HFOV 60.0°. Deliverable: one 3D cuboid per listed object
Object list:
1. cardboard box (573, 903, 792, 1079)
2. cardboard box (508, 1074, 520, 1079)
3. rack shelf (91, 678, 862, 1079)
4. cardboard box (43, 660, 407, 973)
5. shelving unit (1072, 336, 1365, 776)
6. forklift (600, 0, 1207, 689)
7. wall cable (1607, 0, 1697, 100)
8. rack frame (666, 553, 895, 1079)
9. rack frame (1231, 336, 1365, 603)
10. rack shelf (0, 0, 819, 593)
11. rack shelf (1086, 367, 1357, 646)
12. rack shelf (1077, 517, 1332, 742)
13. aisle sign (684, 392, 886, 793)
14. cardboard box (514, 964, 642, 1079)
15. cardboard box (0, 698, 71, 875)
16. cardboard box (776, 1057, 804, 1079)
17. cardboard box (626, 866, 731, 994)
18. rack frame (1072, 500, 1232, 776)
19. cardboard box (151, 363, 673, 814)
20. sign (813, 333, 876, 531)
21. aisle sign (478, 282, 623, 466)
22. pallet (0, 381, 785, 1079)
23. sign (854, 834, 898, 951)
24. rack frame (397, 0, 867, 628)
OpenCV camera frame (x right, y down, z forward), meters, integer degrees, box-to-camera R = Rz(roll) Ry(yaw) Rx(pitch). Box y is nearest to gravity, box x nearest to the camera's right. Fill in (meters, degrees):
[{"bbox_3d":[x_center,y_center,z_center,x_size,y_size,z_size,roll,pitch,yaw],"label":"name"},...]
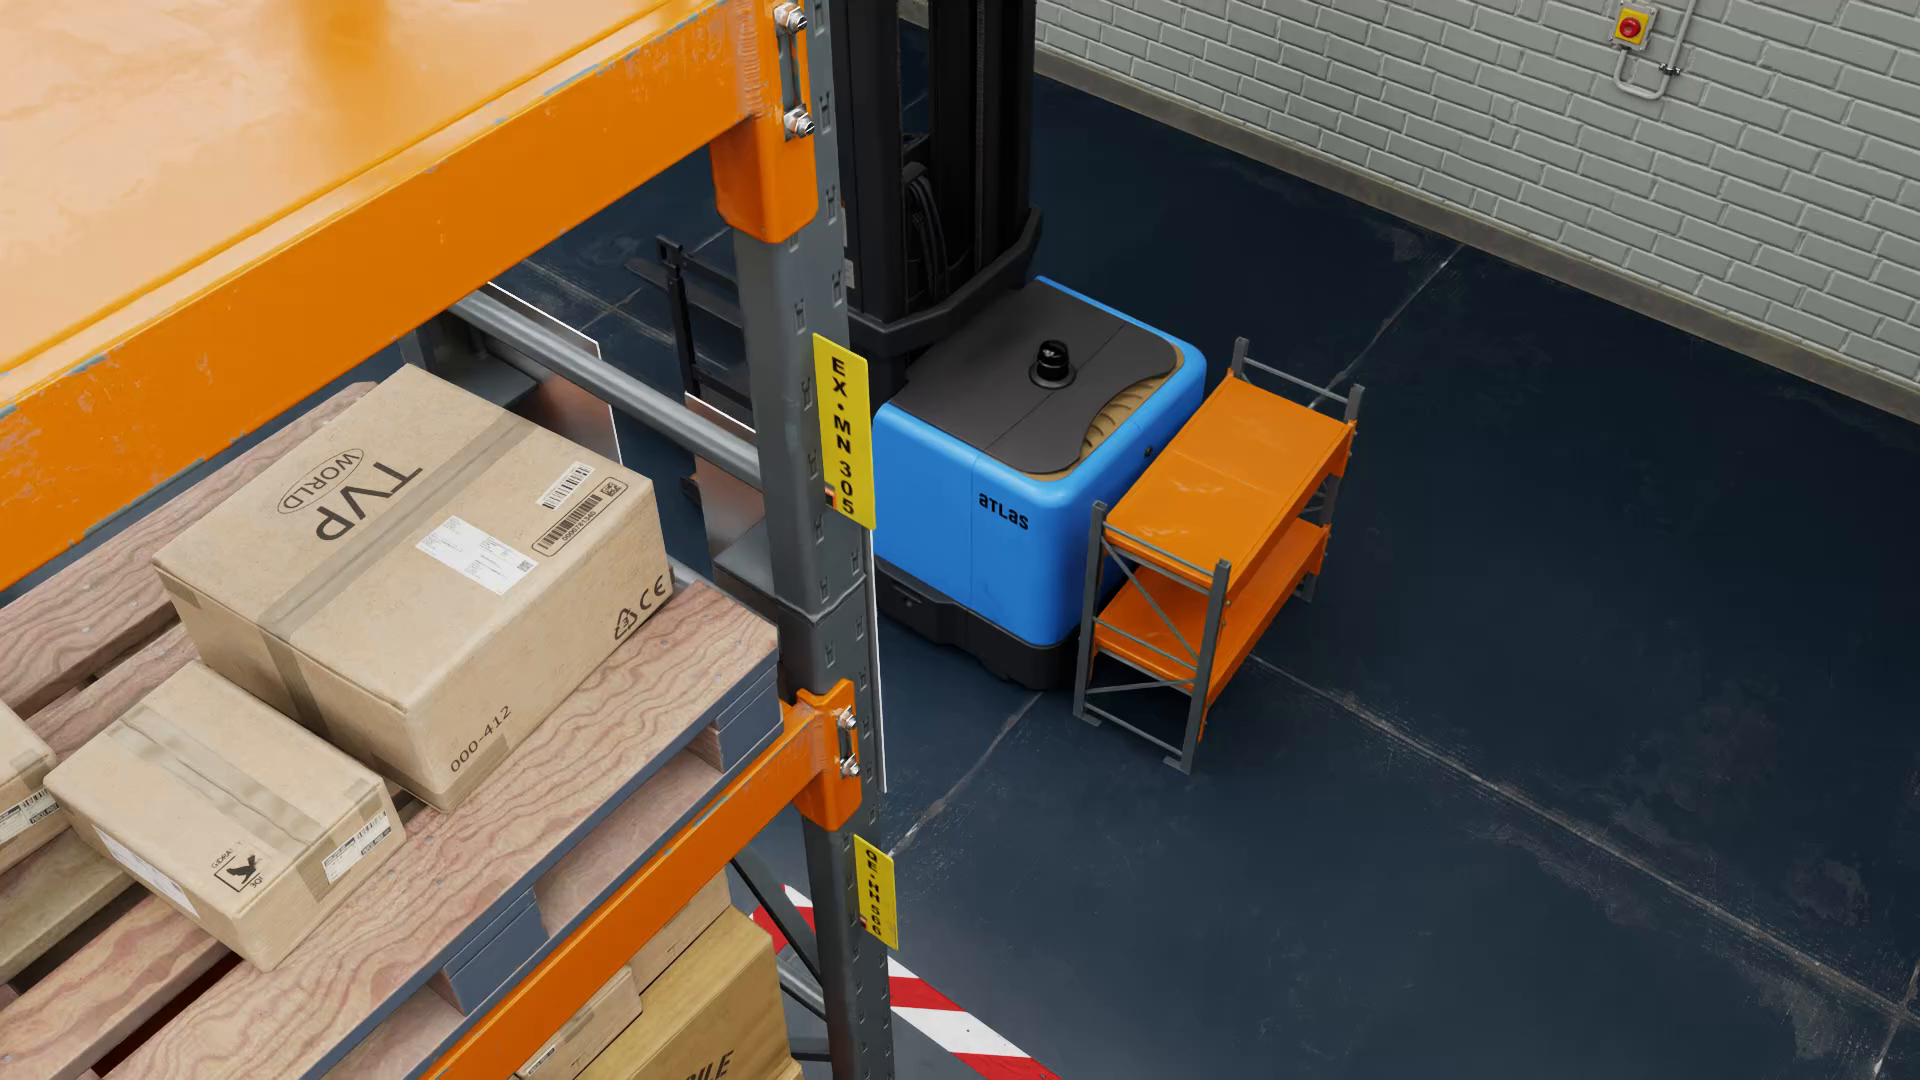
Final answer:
[{"bbox_3d":[-0.691,0.920,3.201,0.500,0.500,0.500,31,54,26],"label":"cardboard box"},{"bbox_3d":[-0.873,0.950,2.724,0.380,0.149,0.250,29,53,25],"label":"cardboard box"},{"bbox_3d":[-1.808,1.276,2.045,1.077,0.370,4.000,29,53,25],"label":"rack shelf"},{"bbox_3d":[-0.982,0.362,2.234,0.380,0.149,0.250,25,51,22],"label":"cardboard box"},{"bbox_3d":[0.928,0.060,6.075,0.538,1.125,1.048,26,52,22],"label":"shelving unit"},{"bbox_3d":[-0.552,-1.336,6.164,3.031,2.935,1.130,29,53,25],"label":"forklift"},{"bbox_3d":[2.844,-2.680,6.676,0.585,1.953,0.123,29,53,25],"label":"wall cable"},{"bbox_3d":[-0.585,0.919,3.963,1.000,3.000,0.127,29,53,25],"label":"rack frame"},{"bbox_3d":[1.212,-0.245,6.367,0.500,1.125,0.032,26,52,22],"label":"rack frame"},{"bbox_3d":[-1.808,0.378,1.105,1.077,0.370,4.000,29,53,25],"label":"rack shelf"},{"bbox_3d":[0.931,-0.141,5.863,0.538,0.278,1.000,26,52,22],"label":"rack shelf"},{"bbox_3d":[0.926,0.228,6.253,0.538,0.278,1.000,26,52,22],"label":"rack shelf"},{"bbox_3d":[-0.296,0.117,2.931,0.394,0.787,0.004,29,53,25],"label":"aisle sign"},{"bbox_3d":[-0.782,0.765,2.901,0.380,0.149,0.250,30,53,26],"label":"cardboard box"},{"bbox_3d":[-1.432,0.311,2.283,0.380,0.149,0.250,31,54,26],"label":"cardboard box"},{"bbox_3d":[-0.671,1.277,3.551,0.500,0.500,0.500,29,53,25],"label":"cardboard box"},{"bbox_3d":[-0.646,0.609,3.050,0.380,0.149,0.250,30,53,25],"label":"cardboard box"},{"bbox_3d":[0.645,0.365,5.784,0.500,1.125,0.032,26,52,22],"label":"rack frame"},{"bbox_3d":[-0.789,0.052,2.460,0.500,0.250,0.500,25,51,22],"label":"cardboard box"},{"bbox_3d":[-0.164,-0.148,2.350,0.100,0.325,0.005,29,53,25],"label":"sign"},{"bbox_3d":[-0.771,-0.149,3.184,0.394,0.787,0.004,29,53,25],"label":"aisle sign"},{"bbox_3d":[-1.030,0.342,2.500,1.003,0.211,1.213,29,53,25],"label":"pallet"},{"bbox_3d":[-0.164,0.685,3.221,0.100,0.325,0.005,29,53,25],"label":"sign"},{"bbox_3d":[-0.585,-1.153,1.793,1.000,3.000,0.127,29,53,25],"label":"rack frame"}]
